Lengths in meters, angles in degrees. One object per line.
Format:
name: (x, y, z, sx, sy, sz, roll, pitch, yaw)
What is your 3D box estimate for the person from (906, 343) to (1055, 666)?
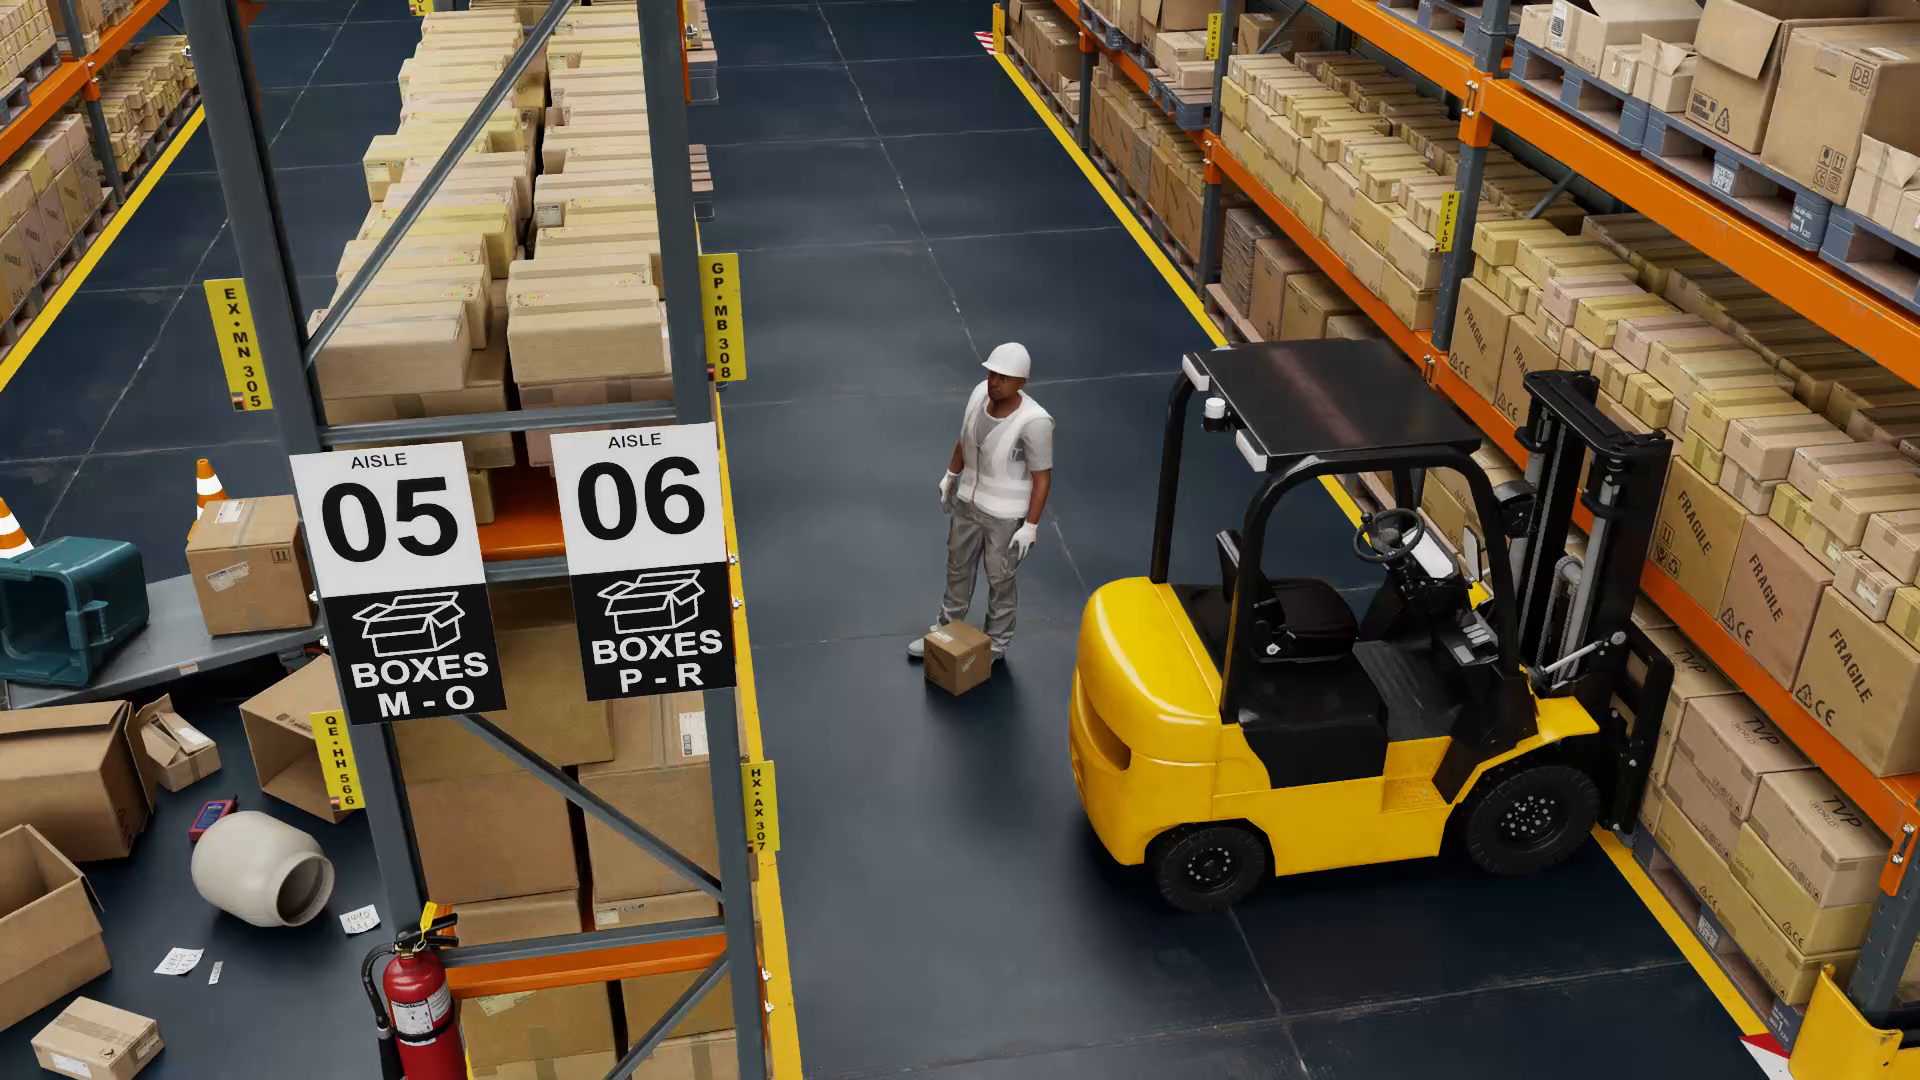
person: (0.112, -0.142, 8.343, 0.575, 1.785, 0.656, -24, 38, -35)
